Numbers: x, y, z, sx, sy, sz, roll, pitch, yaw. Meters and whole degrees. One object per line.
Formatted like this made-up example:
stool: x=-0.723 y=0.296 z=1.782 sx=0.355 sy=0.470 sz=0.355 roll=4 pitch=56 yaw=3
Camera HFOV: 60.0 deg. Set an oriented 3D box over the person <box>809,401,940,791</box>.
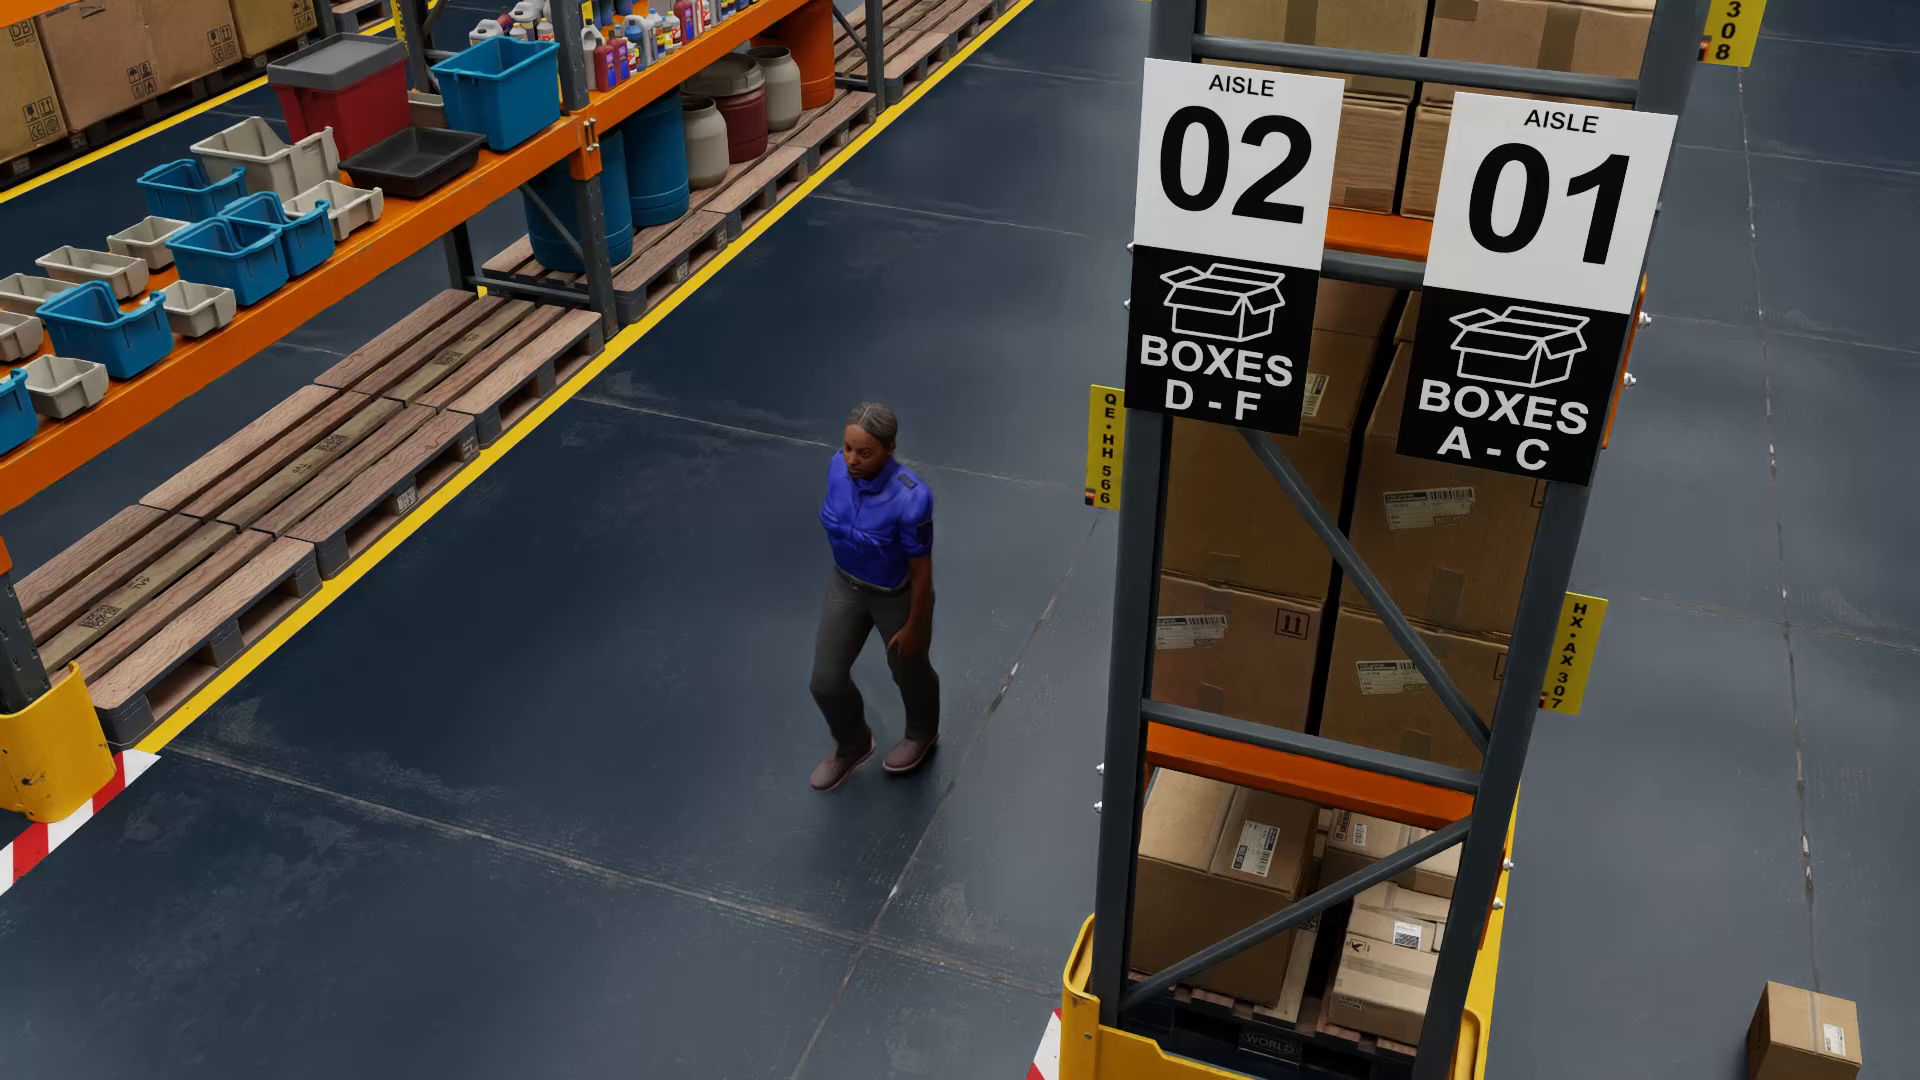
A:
person: x=-0.265 y=0.204 z=5.844 sx=0.482 sy=1.682 sz=0.533 roll=19 pitch=38 yaw=26
